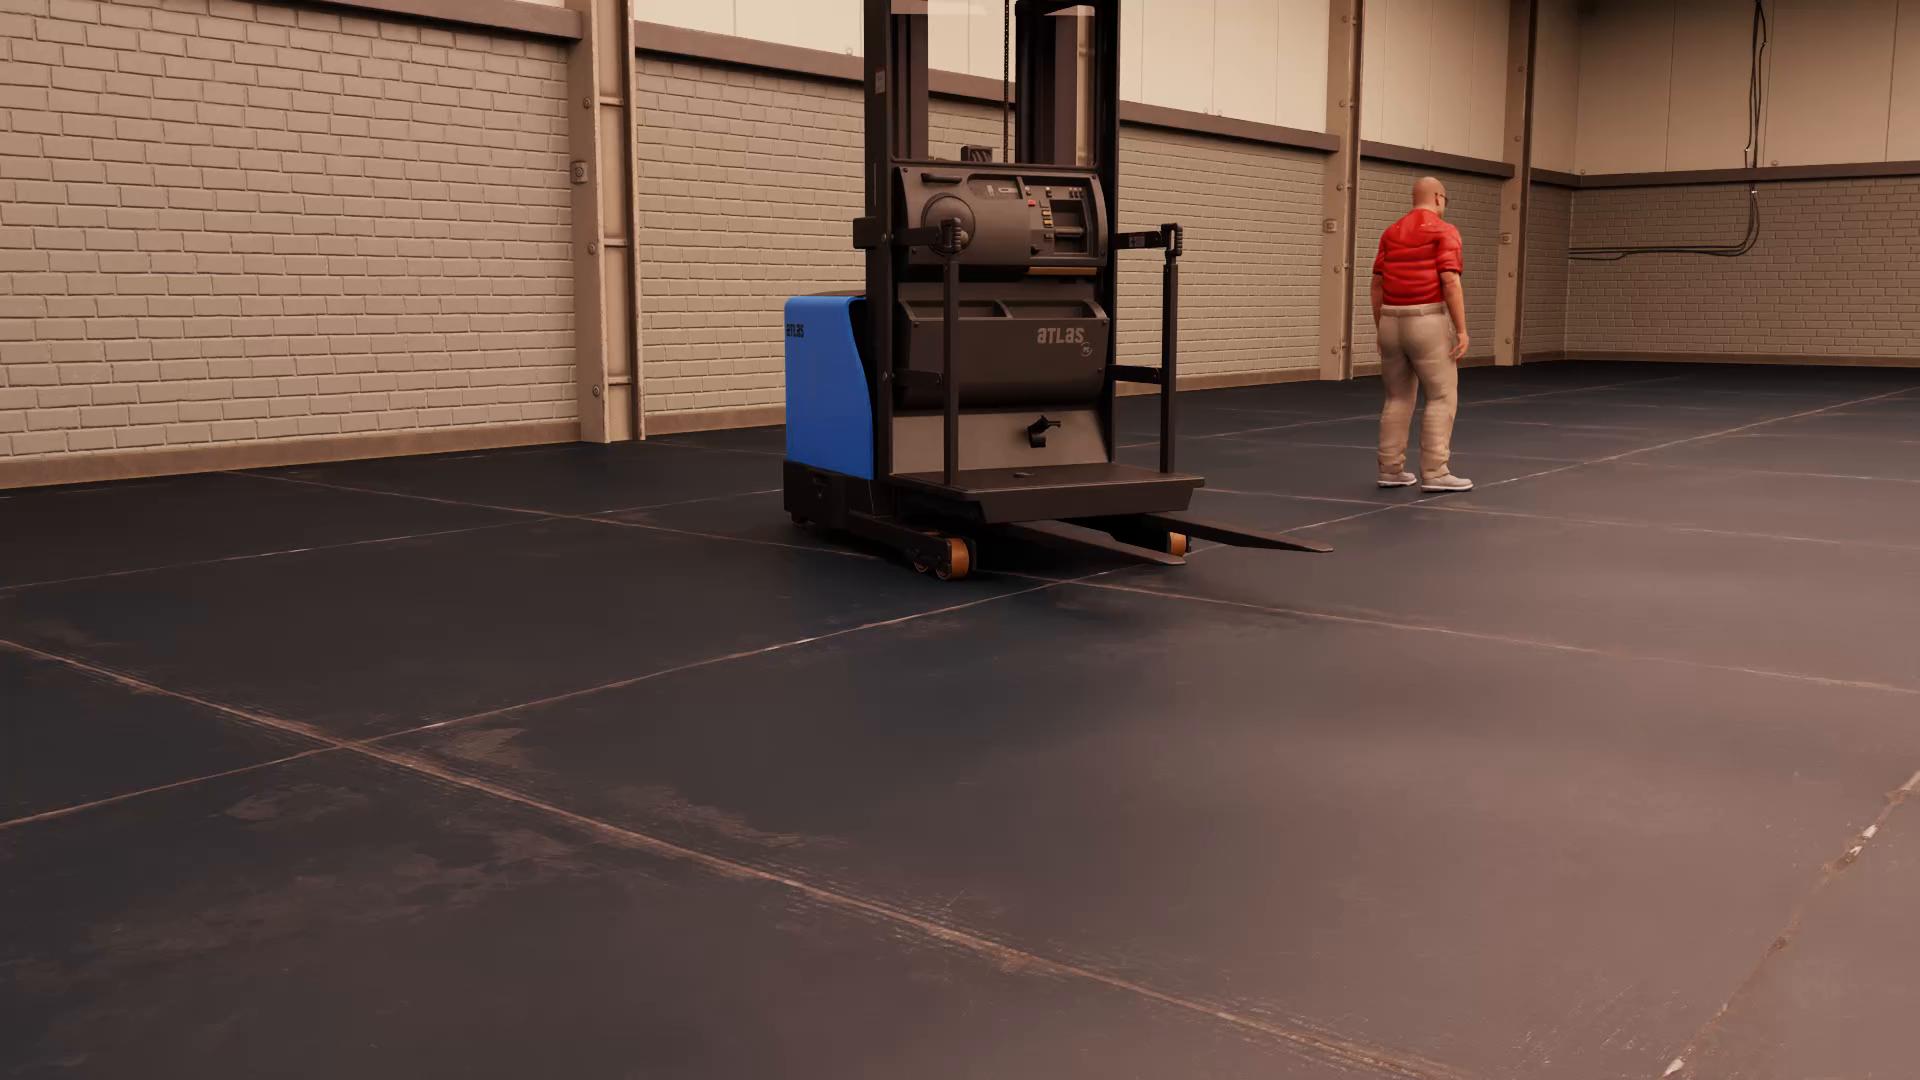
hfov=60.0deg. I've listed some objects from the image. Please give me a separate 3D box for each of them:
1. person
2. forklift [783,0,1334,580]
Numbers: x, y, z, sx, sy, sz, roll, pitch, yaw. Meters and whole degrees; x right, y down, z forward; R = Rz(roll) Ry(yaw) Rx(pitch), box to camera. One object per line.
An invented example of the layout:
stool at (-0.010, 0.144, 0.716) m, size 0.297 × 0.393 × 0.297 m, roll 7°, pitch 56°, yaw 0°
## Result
person at (2.563, -1.149, 9.289) m, size 0.388 × 1.726 × 0.591 m, roll -6°, pitch 10°, yaw -37°
forklift at (0.284, -1.370, 6.643) m, size 1.130 × 2.935 × 3.031 m, roll -4°, pitch 9°, yaw -27°
